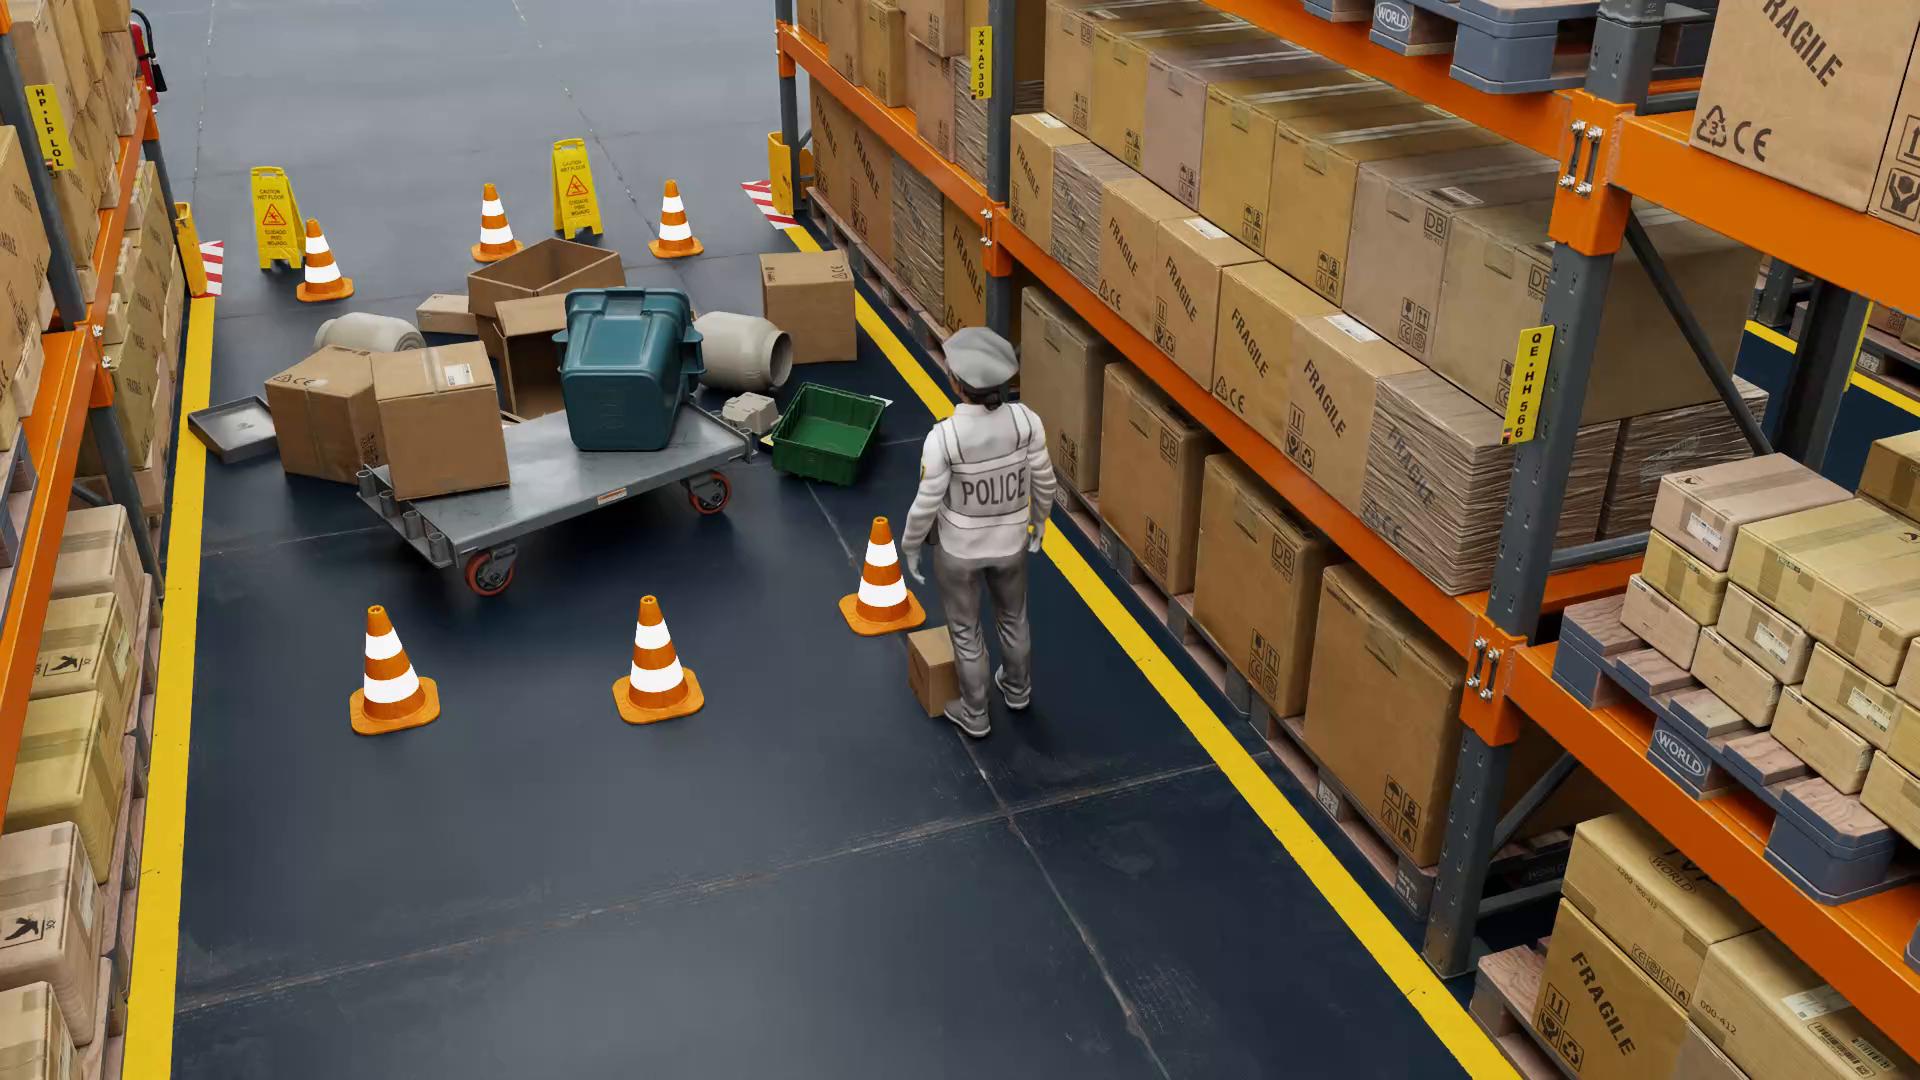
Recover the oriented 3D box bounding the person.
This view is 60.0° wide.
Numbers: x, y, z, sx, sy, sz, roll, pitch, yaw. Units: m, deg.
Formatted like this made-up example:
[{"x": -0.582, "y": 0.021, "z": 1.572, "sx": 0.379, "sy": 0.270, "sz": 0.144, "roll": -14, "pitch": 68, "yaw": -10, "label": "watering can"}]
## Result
[{"x": 0.051, "y": -0.024, "z": 6.119, "sx": 0.586, "sy": 1.695, "sz": 0.532, "roll": -10, "pitch": 32, "yaw": -17, "label": "person"}]
